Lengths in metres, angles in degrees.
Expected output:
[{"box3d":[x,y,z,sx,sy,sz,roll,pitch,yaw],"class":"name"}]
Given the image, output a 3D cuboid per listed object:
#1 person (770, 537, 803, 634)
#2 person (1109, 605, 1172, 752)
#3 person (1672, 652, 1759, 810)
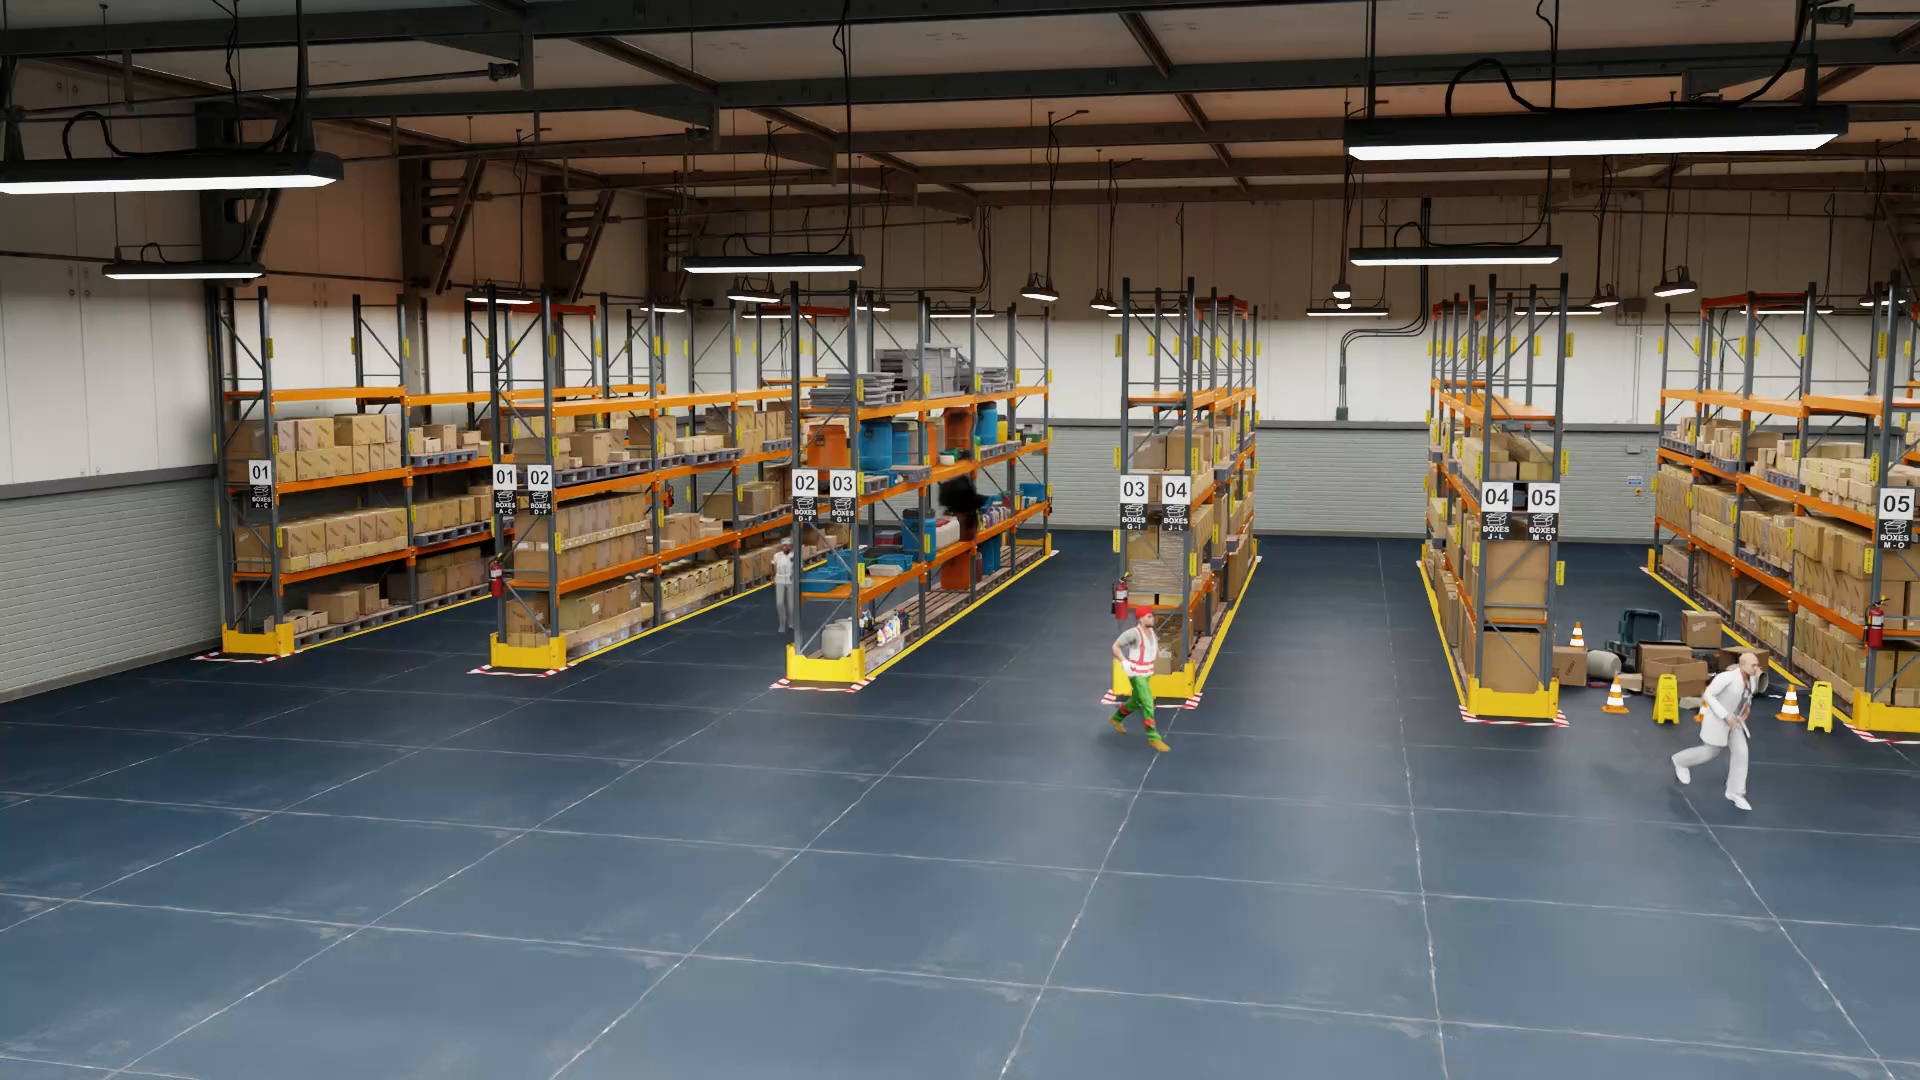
[{"box3d":[-3.067,0.800,29.435,0.585,1.726,0.722,-1,7,-5],"class":"person"},{"box3d":[2.236,1.704,20.935,1.016,1.792,0.675,6,9,40],"class":"person"},{"box3d":[8.441,2.052,18.547,0.742,1.738,1.081,-4,8,-29],"class":"person"}]
